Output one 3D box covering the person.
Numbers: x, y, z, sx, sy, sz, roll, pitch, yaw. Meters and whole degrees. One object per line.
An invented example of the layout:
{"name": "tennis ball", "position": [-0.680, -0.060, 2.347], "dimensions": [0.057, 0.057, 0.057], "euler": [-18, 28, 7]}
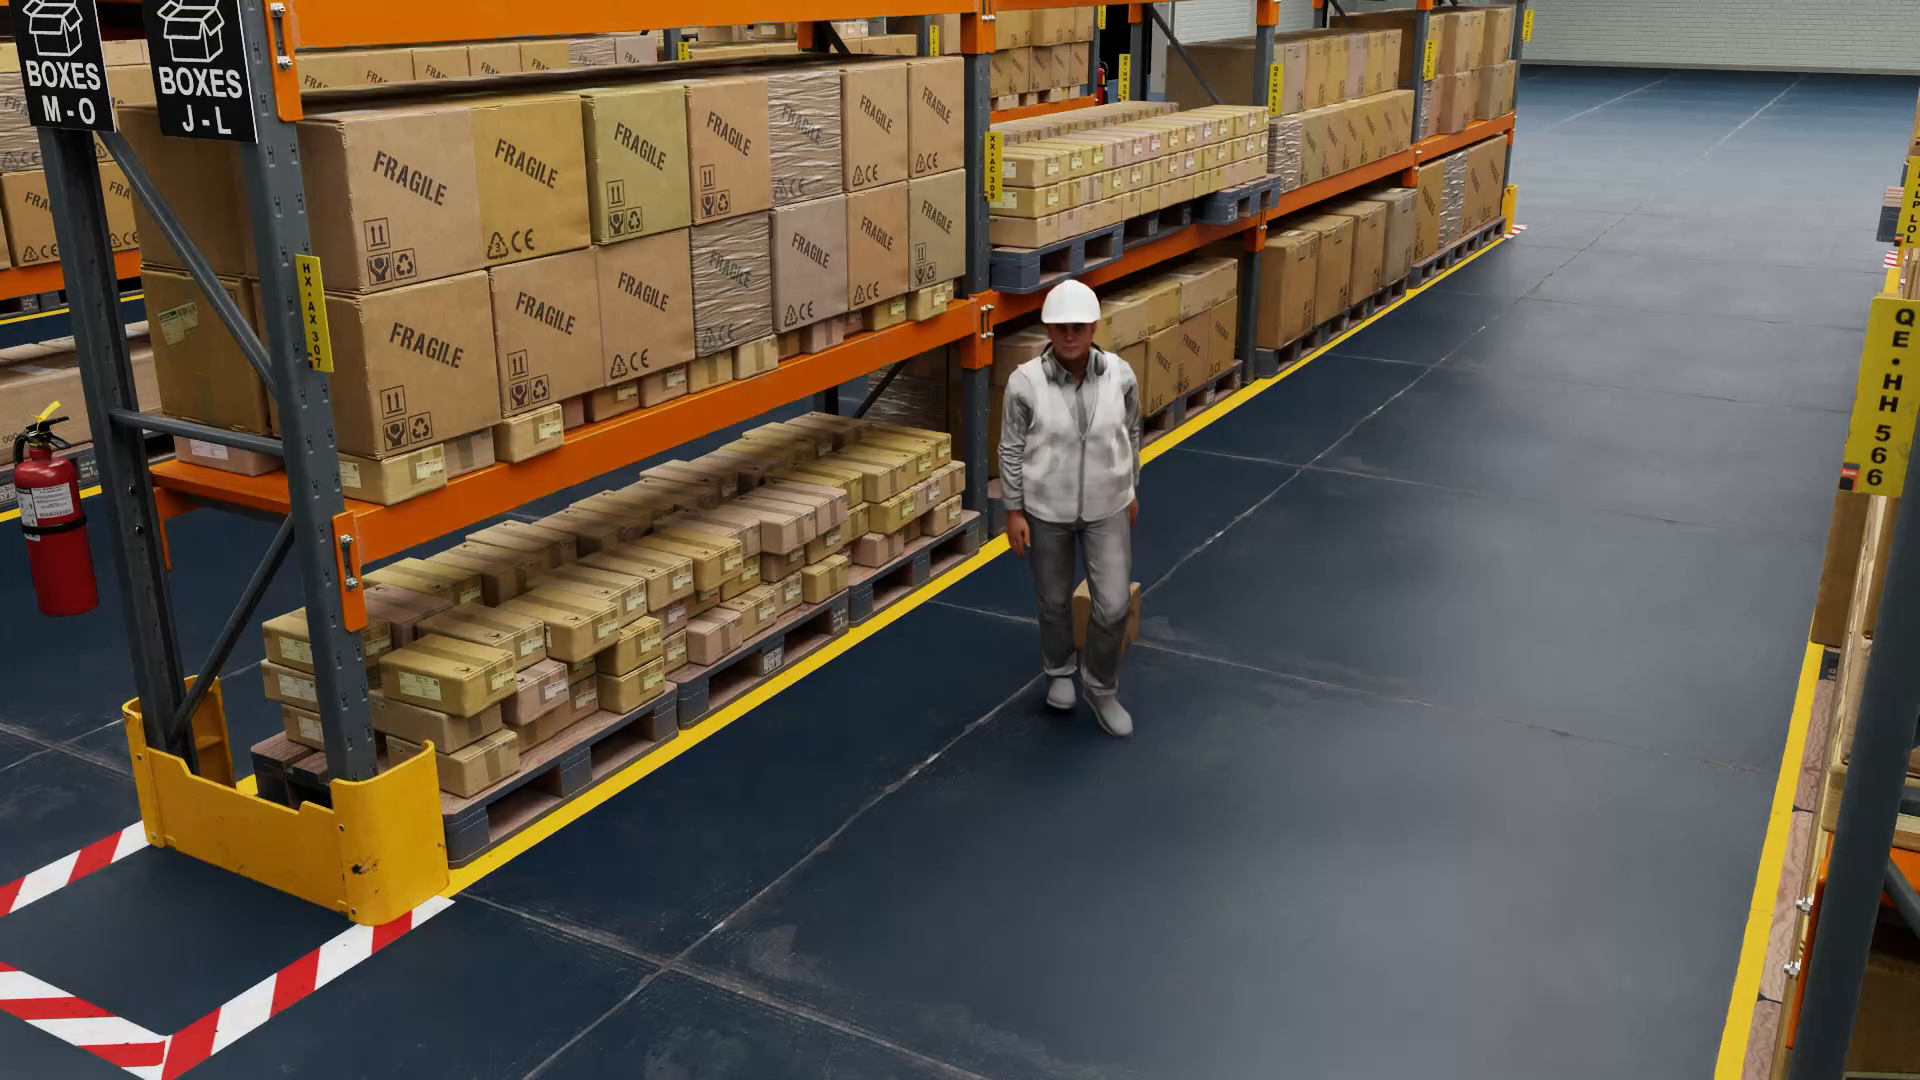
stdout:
{"name": "person", "position": [0.420, -0.128, 6.394], "dimensions": [0.563, 1.787, 0.556], "euler": [-1, 19, -2]}
